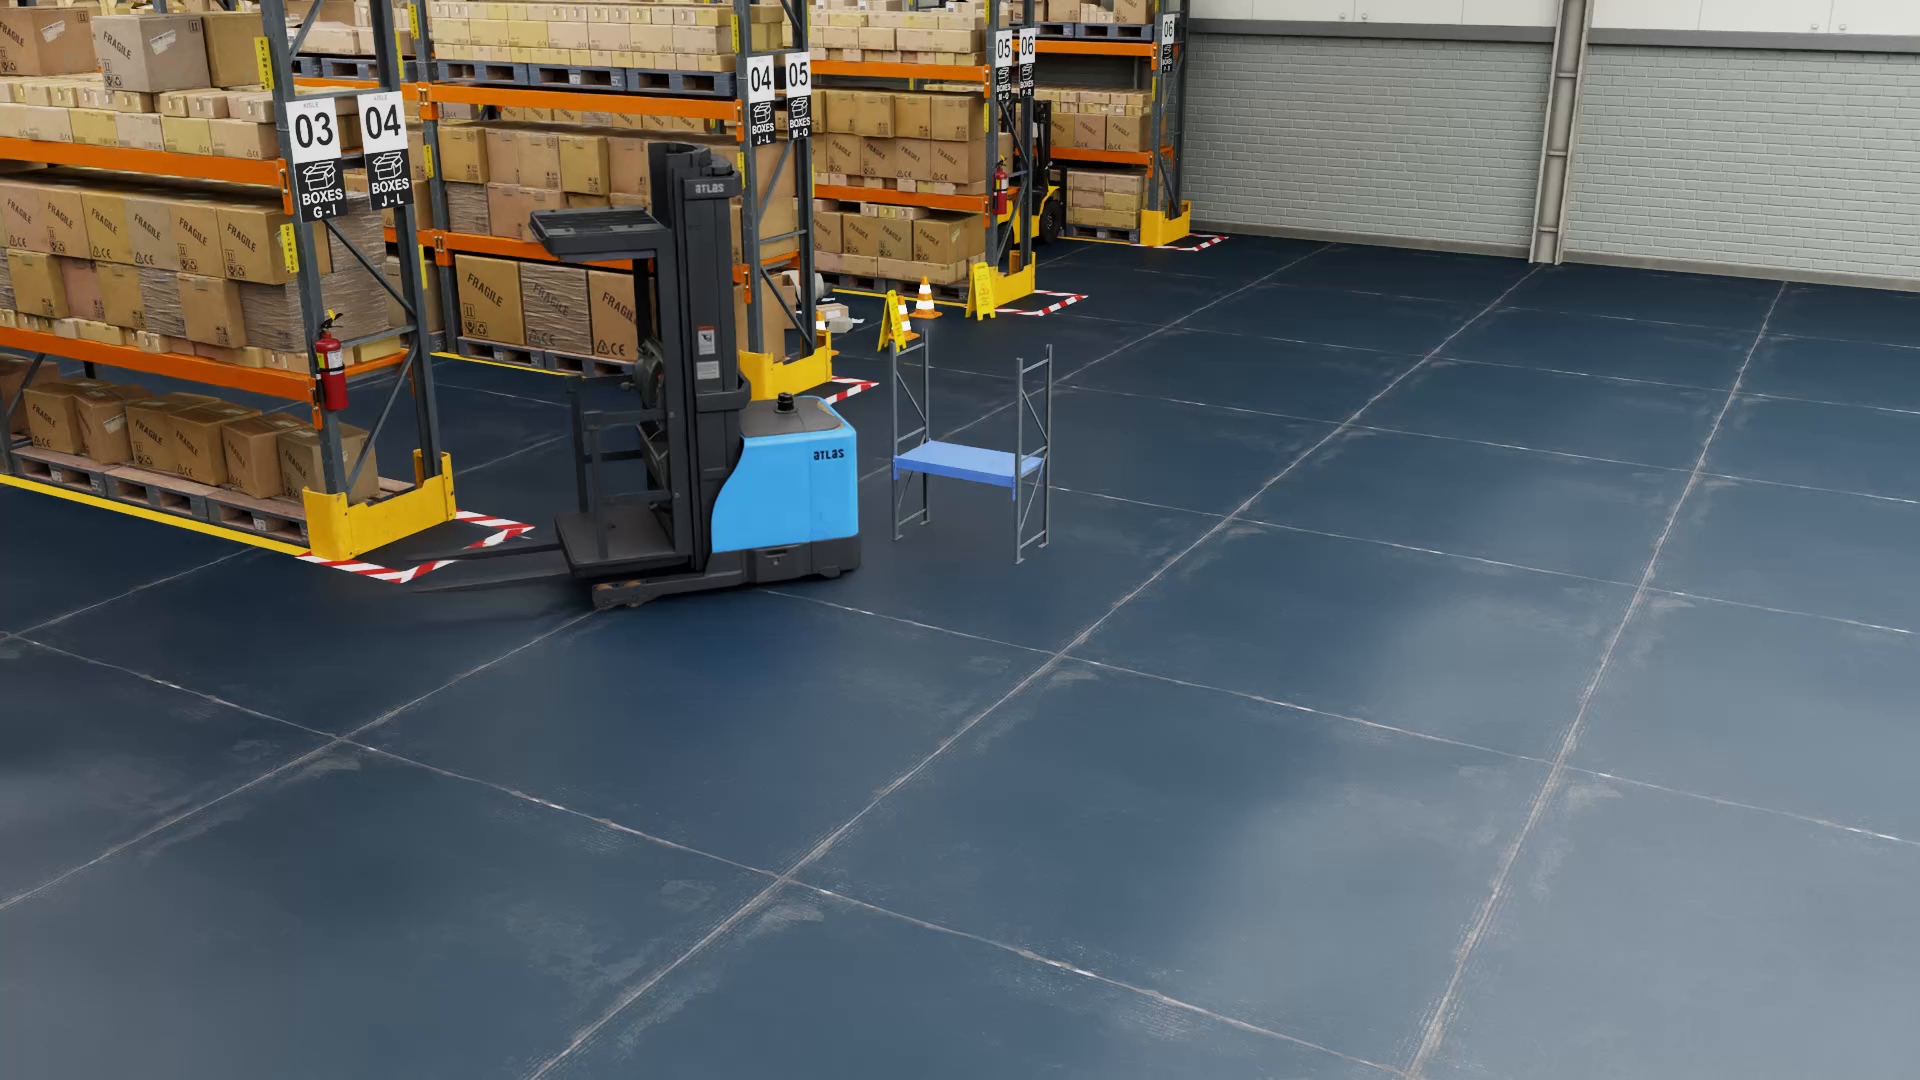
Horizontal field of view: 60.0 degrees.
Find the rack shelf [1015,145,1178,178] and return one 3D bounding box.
[{"bbox_3d":[1.267,-5.860,25.176,4.000,0.370,1.077,11,23,27],"label":"rack shelf"}]

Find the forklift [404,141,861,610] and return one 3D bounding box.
[{"bbox_3d":[-2.268,-1.113,11.135,3.031,2.935,1.130,-7,21,-18],"label":"forklift"}]

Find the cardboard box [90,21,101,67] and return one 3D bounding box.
[{"bbox_3d":[-9.780,-5.783,19.363,0.500,0.500,0.500,11,23,27],"label":"cardboard box"}]

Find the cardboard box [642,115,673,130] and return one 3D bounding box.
[{"bbox_3d":[-3.845,-5.527,22.005,0.500,0.500,0.500,11,23,28],"label":"cardboard box"}]

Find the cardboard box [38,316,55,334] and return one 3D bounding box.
[{"bbox_3d":[-7.022,-1.741,13.135,0.250,0.149,0.380,11,23,27],"label":"cardboard box"}]

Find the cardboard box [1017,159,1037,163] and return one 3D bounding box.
[{"bbox_3d":[0.930,-5.714,25.667,0.500,0.250,0.500,11,23,28],"label":"cardboard box"}]

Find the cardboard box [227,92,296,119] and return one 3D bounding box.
[{"bbox_3d":[-4.802,-2.996,11.461,0.250,0.149,0.380,10,22,26],"label":"cardboard box"}]

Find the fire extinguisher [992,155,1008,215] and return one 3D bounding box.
[{"bbox_3d":[0.471,-4.195,19.644,0.183,0.674,0.296,11,23,27],"label":"fire extinguisher"}]

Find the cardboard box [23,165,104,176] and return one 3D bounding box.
[{"bbox_3d":[-7.202,-2.766,13.543,0.500,0.500,0.500,11,23,27],"label":"cardboard box"}]

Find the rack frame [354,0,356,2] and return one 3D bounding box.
[{"bbox_3d":[-10.955,-11.347,30.449,0.127,3.000,1.000,11,23,27],"label":"rack frame"}]

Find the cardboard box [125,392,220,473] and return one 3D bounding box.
[{"bbox_3d":[-6.316,-0.873,13.424,0.500,0.500,0.500,9,22,23],"label":"cardboard box"}]

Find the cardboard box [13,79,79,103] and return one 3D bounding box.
[{"bbox_3d":[-6.868,-3.380,12.521,0.250,0.149,0.380,12,23,29],"label":"cardboard box"}]

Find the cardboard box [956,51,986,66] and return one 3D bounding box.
[{"bbox_3d":[0.148,-5.655,19.527,0.250,0.149,0.380,11,23,28],"label":"cardboard box"}]

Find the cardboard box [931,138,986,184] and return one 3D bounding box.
[{"bbox_3d":[-0.013,-4.582,20.016,0.500,0.500,0.500,10,22,26],"label":"cardboard box"}]

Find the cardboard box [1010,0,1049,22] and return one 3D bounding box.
[{"bbox_3d":[1.170,-7.879,24.373,0.637,0.503,0.797,12,23,29],"label":"cardboard box"}]

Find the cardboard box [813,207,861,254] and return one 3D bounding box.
[{"bbox_3d":[-1.588,-3.959,21.197,0.500,0.500,0.500,12,23,30],"label":"cardboard box"}]

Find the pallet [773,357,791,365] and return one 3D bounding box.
[{"bbox_3d":[-2.466,-1.696,16.730,1.213,0.211,1.003,11,23,27],"label":"pallet"}]

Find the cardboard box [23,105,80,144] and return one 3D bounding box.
[{"bbox_3d":[-6.569,-3.119,12.385,0.500,0.250,0.500,10,22,25],"label":"cardboard box"}]

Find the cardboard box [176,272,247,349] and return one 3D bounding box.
[{"bbox_3d":[-5.199,-1.771,12.266,0.500,0.500,0.875,11,23,27],"label":"cardboard box"}]

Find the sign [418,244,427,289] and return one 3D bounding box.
[{"bbox_3d":[-3.973,-2.006,12.226,0.005,0.325,0.100,11,23,27],"label":"sign"}]

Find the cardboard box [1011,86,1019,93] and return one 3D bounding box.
[{"bbox_3d":[0.818,-6.691,24.877,0.250,0.149,0.380,11,23,27],"label":"cardboard box"}]

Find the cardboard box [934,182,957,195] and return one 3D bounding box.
[{"bbox_3d":[-0.111,-4.277,20.125,0.250,0.149,0.380,10,22,27],"label":"cardboard box"}]

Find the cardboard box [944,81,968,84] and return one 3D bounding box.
[{"bbox_3d":[-0.053,-7.059,25.894,0.250,0.149,0.380,11,23,27],"label":"cardboard box"}]

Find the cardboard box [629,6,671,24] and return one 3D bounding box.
[{"bbox_3d":[-2.858,-4.890,15.486,0.250,0.149,0.380,11,23,28],"label":"cardboard box"}]

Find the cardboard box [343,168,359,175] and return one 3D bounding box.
[{"bbox_3d":[-6.550,-4.329,18.288,0.500,0.500,0.700,11,23,28],"label":"cardboard box"}]

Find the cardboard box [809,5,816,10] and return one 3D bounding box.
[{"bbox_3d":[-2.260,-8.288,26.022,0.250,0.149,0.380,10,22,27],"label":"cardboard box"}]

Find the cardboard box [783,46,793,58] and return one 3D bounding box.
[{"bbox_3d":[-2.073,-6.098,20.746,0.250,0.149,0.380,12,23,29],"label":"cardboard box"}]

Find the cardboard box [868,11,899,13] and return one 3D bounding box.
[{"bbox_3d":[-0.928,-6.436,20.510,0.250,0.149,0.380,11,23,28],"label":"cardboard box"}]

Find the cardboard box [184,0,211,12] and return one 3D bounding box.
[{"bbox_3d":[-11.686,-8.370,25.732,0.500,0.500,0.500,11,23,28],"label":"cardboard box"}]

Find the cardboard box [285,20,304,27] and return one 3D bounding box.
[{"bbox_3d":[-7.304,-5.485,18.058,0.500,0.311,0.500,10,22,26],"label":"cardboard box"}]

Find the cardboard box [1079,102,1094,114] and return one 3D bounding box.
[{"bbox_3d":[1.929,-6.331,24.323,0.250,0.149,0.380,11,22,27],"label":"cardboard box"}]

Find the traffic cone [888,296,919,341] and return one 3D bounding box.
[{"bbox_3d":[-0.653,-2.495,18.565,0.334,0.463,0.336,11,23,27],"label":"traffic cone"}]

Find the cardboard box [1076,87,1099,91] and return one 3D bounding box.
[{"bbox_3d":[1.924,-6.652,24.771,0.250,0.149,0.380,12,23,29],"label":"cardboard box"}]

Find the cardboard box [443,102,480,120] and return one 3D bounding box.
[{"bbox_3d":[-6.968,-6.243,23.564,0.500,0.500,0.500,10,22,26],"label":"cardboard box"}]

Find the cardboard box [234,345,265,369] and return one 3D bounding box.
[{"bbox_3d":[-5.048,-1.373,12.120,0.250,0.149,0.380,11,23,27],"label":"cardboard box"}]

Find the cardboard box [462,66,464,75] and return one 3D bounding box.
[{"bbox_3d":[-9.381,-8.543,30.202,0.500,0.500,0.500,11,23,29],"label":"cardboard box"}]

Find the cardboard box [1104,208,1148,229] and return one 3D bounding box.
[{"bbox_3d":[2.449,-4.755,24.490,0.500,0.250,0.500,11,23,28],"label":"cardboard box"}]

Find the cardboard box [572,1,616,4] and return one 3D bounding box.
[{"bbox_3d":[-3.646,-5.297,16.608,0.250,0.149,0.380,10,22,27],"label":"cardboard box"}]

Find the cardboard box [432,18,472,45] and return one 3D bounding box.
[{"bbox_3d":[-4.932,-5.121,16.707,0.500,0.250,0.500,11,23,28],"label":"cardboard box"}]

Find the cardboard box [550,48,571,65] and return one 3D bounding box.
[{"bbox_3d":[-3.742,-4.684,16.086,0.250,0.149,0.380,11,23,28],"label":"cardboard box"}]

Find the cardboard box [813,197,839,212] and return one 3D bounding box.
[{"bbox_3d":[-1.747,-4.269,21.100,0.250,0.149,0.380,12,23,30],"label":"cardboard box"}]

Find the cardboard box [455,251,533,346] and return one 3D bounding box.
[{"bbox_3d":[-4.707,-2.635,17.731,0.875,0.875,0.875,11,23,28],"label":"cardboard box"}]

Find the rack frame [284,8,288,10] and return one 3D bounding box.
[{"bbox_3d":[-9.881,-9.203,24.540,0.127,3.000,1.000,11,23,27],"label":"rack frame"}]

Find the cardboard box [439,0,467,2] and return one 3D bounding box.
[{"bbox_3d":[-6.791,-7.392,23.177,0.637,0.503,0.797,9,22,24],"label":"cardboard box"}]

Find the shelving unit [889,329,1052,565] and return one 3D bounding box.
[{"bbox_3d":[0.074,-0.691,12.070,1.048,1.500,0.538,11,23,27],"label":"shelving unit"}]

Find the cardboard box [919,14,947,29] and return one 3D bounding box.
[{"bbox_3d":[-0.282,-6.114,19.621,0.250,0.149,0.380,11,22,27],"label":"cardboard box"}]

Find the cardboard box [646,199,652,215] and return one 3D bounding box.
[{"bbox_3d":[-2.567,-3.101,16.294,0.550,0.550,0.875,11,23,27],"label":"cardboard box"}]

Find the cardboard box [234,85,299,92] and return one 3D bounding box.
[{"bbox_3d":[-5.028,-3.223,12.087,0.250,0.149,0.380,12,23,29],"label":"cardboard box"}]

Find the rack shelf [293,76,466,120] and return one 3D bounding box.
[{"bbox_3d":[-6.968,-4.967,18.314,4.000,0.370,1.077,11,23,27],"label":"rack shelf"}]

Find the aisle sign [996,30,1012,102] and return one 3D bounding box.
[{"bbox_3d":[0.508,-5.513,19.351,0.004,0.787,0.394,11,23,27],"label":"aisle sign"}]

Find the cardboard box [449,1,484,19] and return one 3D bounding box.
[{"bbox_3d":[-4.847,-5.270,16.531,0.250,0.149,0.380,11,22,27],"label":"cardboard box"}]

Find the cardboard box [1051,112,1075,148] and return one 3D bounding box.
[{"bbox_3d":[1.559,-6.090,24.610,0.500,0.500,0.500,10,22,26],"label":"cardboard box"}]

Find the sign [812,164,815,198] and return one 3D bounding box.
[{"bbox_3d":[-1.454,-3.505,16.244,0.005,0.325,0.100,11,23,27],"label":"sign"}]

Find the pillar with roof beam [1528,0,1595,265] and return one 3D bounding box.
[{"bbox_3d":[5.983,-6.791,17.889,0.400,9.000,9.100,11,23,27],"label":"pillar with roof beam"}]
